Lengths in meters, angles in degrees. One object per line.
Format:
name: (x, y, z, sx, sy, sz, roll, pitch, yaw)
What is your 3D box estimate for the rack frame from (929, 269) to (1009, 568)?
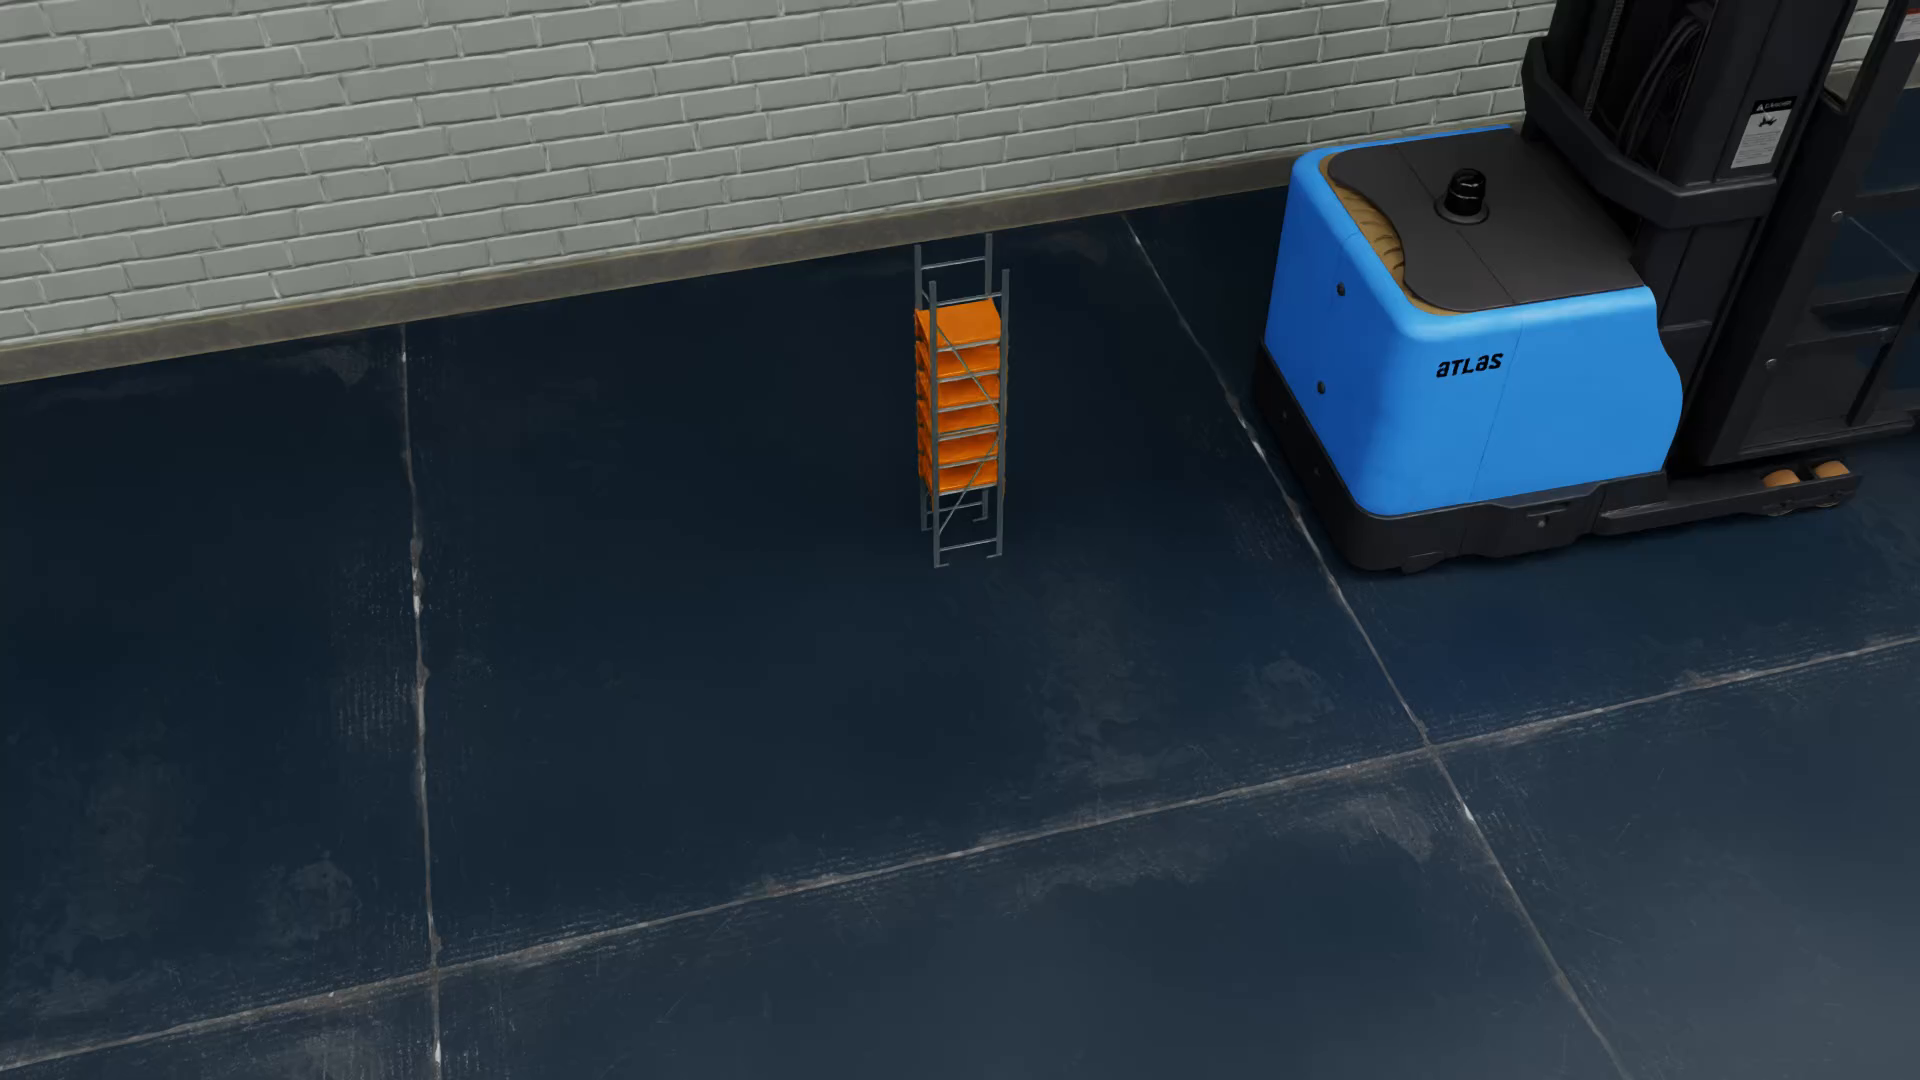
rack frame: (0.027, -0.347, 5.250, 0.240, 1.200, 0.006, -11, 47, -10)

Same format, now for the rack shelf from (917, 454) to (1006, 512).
rack shelf: (0.004, -0.211, 5.515, 0.258, 0.103, 0.180, -11, 47, -10)

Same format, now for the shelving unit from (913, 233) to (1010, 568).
shelving unit: (0.004, -0.410, 5.312, 0.258, 1.200, 0.189, -11, 47, -10)

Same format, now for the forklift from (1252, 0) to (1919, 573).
forklift: (2.660, -1.470, 5.138, 3.031, 2.935, 1.130, -9, 46, -9)

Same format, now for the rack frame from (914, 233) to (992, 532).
rack frame: (-0.020, -0.473, 5.374, 0.240, 1.200, 0.006, -11, 47, -10)

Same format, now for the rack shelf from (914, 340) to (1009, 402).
rack shelf: (0.004, -0.547, 5.172, 0.258, 0.103, 0.180, -11, 47, -10)

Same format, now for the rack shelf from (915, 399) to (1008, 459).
rack shelf: (0.004, -0.379, 5.343, 0.258, 0.103, 0.180, -11, 47, -10)

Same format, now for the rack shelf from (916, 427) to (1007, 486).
rack shelf: (0.004, -0.295, 5.429, 0.258, 0.103, 0.180, -11, 47, -10)

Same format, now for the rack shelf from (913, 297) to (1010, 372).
rack shelf: (0.004, -0.631, 5.086, 0.258, 0.103, 0.180, -11, 47, -10)

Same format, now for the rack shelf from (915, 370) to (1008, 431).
rack shelf: (0.004, -0.463, 5.258, 0.258, 0.103, 0.180, -11, 47, -10)
